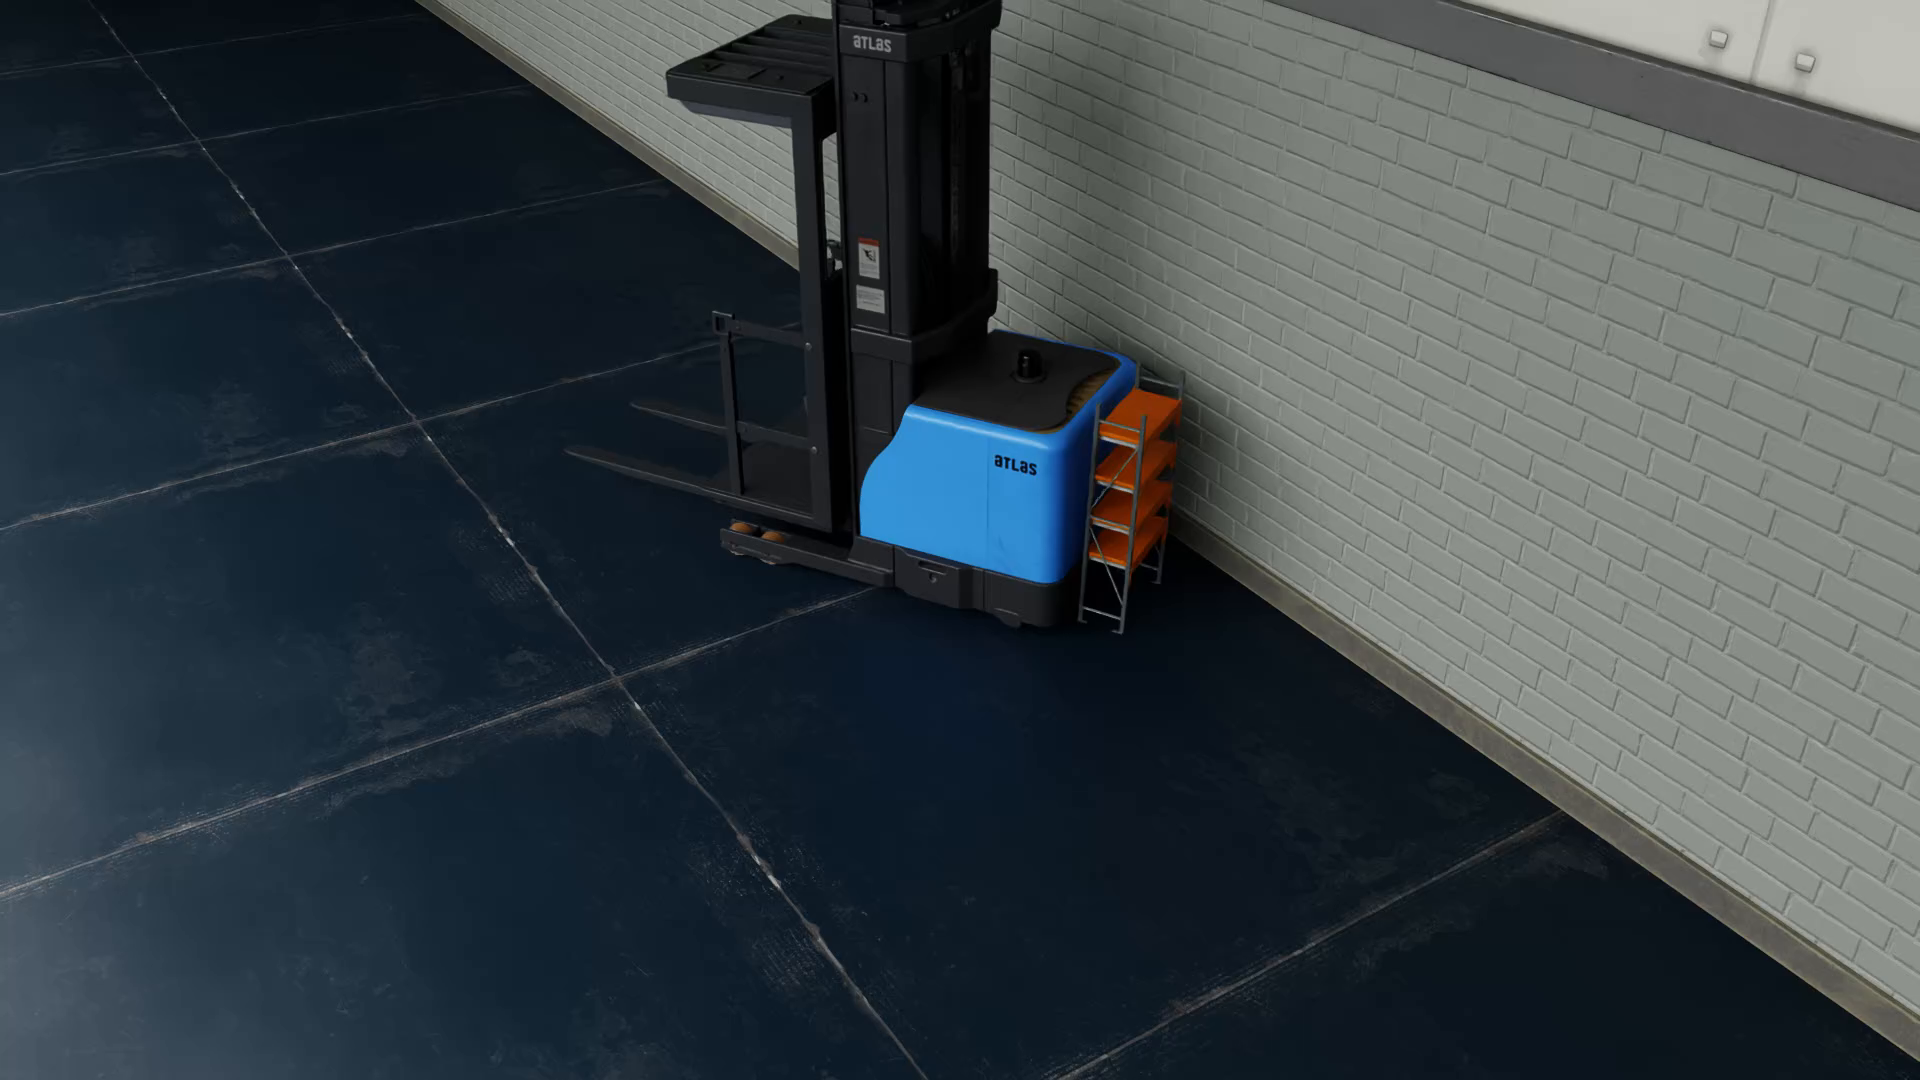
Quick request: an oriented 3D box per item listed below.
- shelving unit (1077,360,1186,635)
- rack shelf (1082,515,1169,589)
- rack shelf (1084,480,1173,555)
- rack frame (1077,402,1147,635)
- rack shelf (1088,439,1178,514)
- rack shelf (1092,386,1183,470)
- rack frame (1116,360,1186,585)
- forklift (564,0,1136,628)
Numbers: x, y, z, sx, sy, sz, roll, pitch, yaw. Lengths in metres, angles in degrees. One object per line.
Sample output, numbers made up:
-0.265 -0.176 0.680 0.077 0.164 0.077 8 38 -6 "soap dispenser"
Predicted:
0.812 -0.196 7.928 0.258 1.200 0.503 17 36 21 "shelving unit"
0.804 0.026 8.073 0.258 0.148 0.480 17 36 21 "rack shelf"
0.810 -0.140 7.965 0.258 0.148 0.480 17 36 21 "rack shelf"
0.701 -0.080 7.744 0.240 1.200 0.015 17 36 21 "rack frame"
0.817 -0.327 7.842 0.258 0.148 0.480 17 36 21 "rack shelf"
0.825 -0.525 7.713 0.258 0.148 0.480 17 36 21 "rack shelf"
0.923 -0.312 8.112 0.240 1.200 0.015 17 36 21 "rack frame"
-0.672 -1.350 8.143 3.031 2.935 1.130 15 35 22 "forklift"
